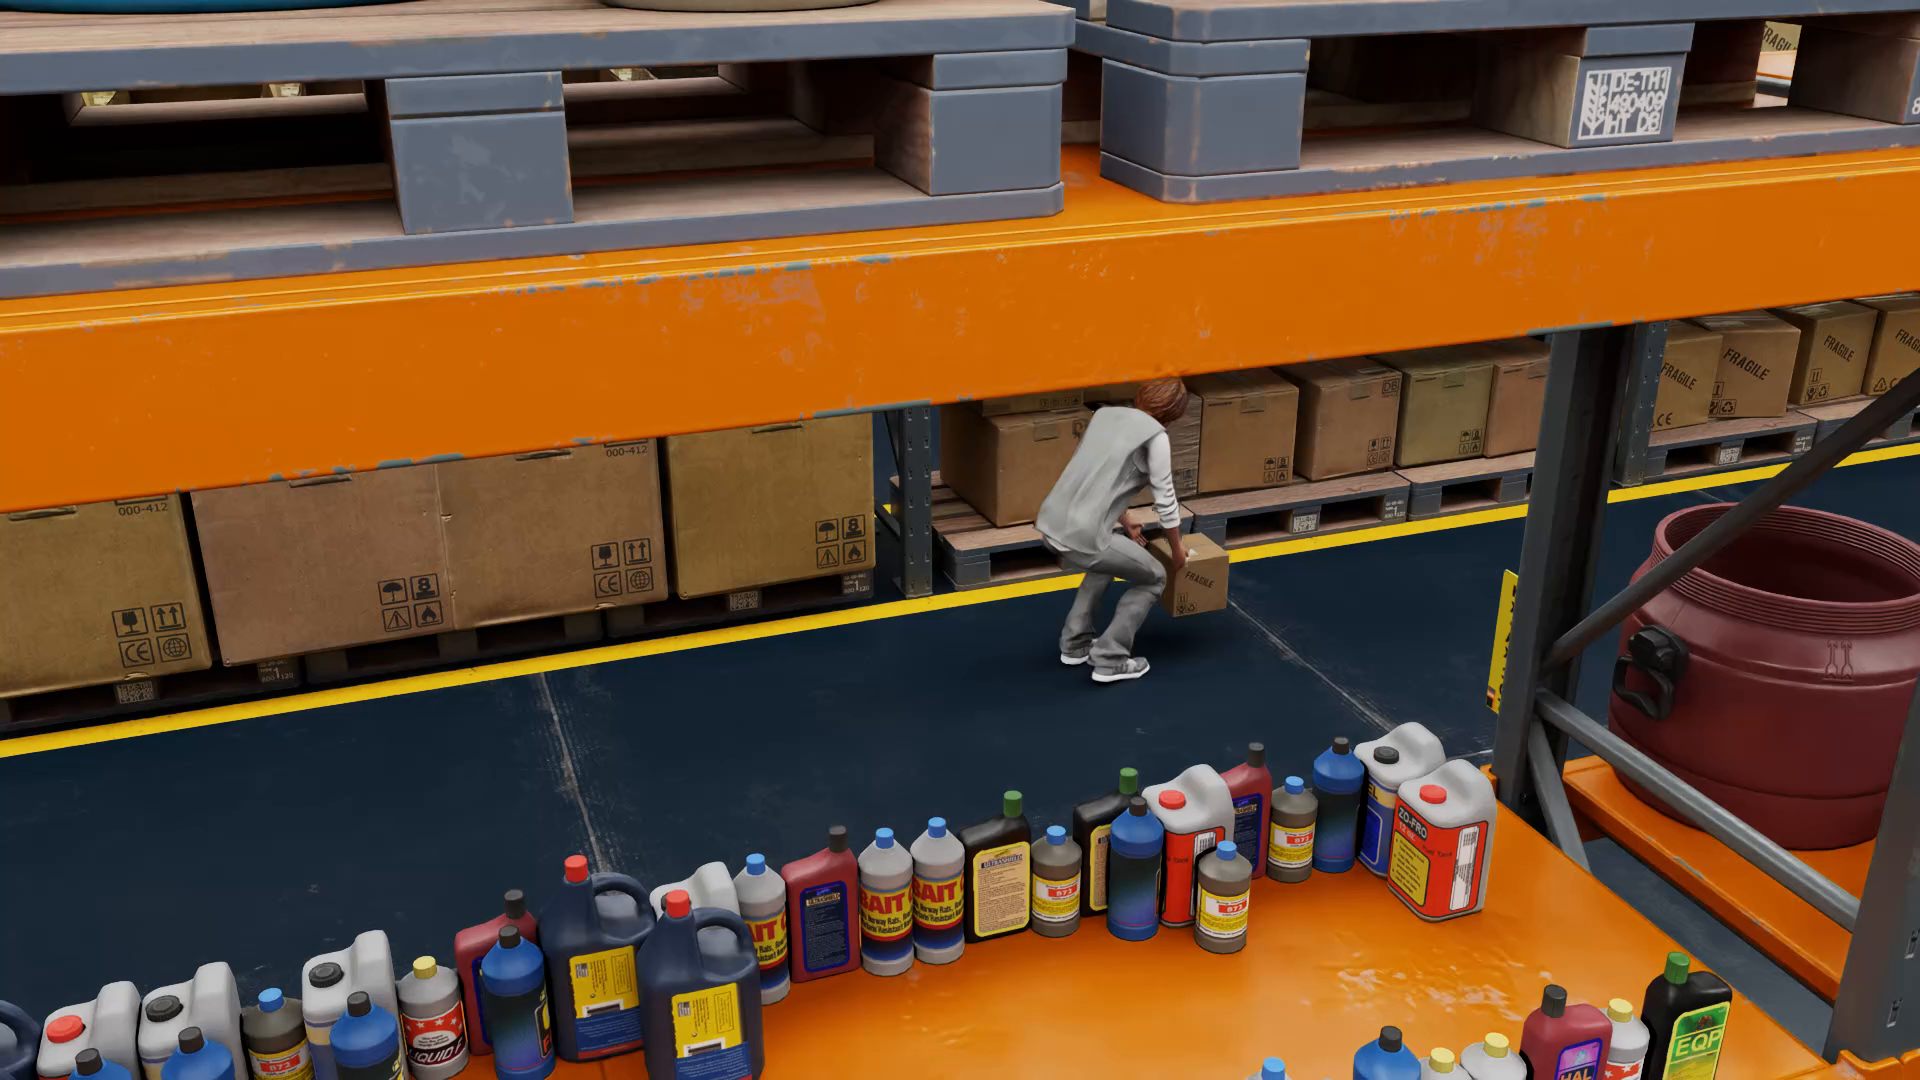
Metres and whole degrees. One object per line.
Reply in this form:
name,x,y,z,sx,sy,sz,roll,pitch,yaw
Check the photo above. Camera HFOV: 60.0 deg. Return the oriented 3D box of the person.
person,0.610,-0.042,6.721,0.698,1.203,0.462,-13,26,-29
